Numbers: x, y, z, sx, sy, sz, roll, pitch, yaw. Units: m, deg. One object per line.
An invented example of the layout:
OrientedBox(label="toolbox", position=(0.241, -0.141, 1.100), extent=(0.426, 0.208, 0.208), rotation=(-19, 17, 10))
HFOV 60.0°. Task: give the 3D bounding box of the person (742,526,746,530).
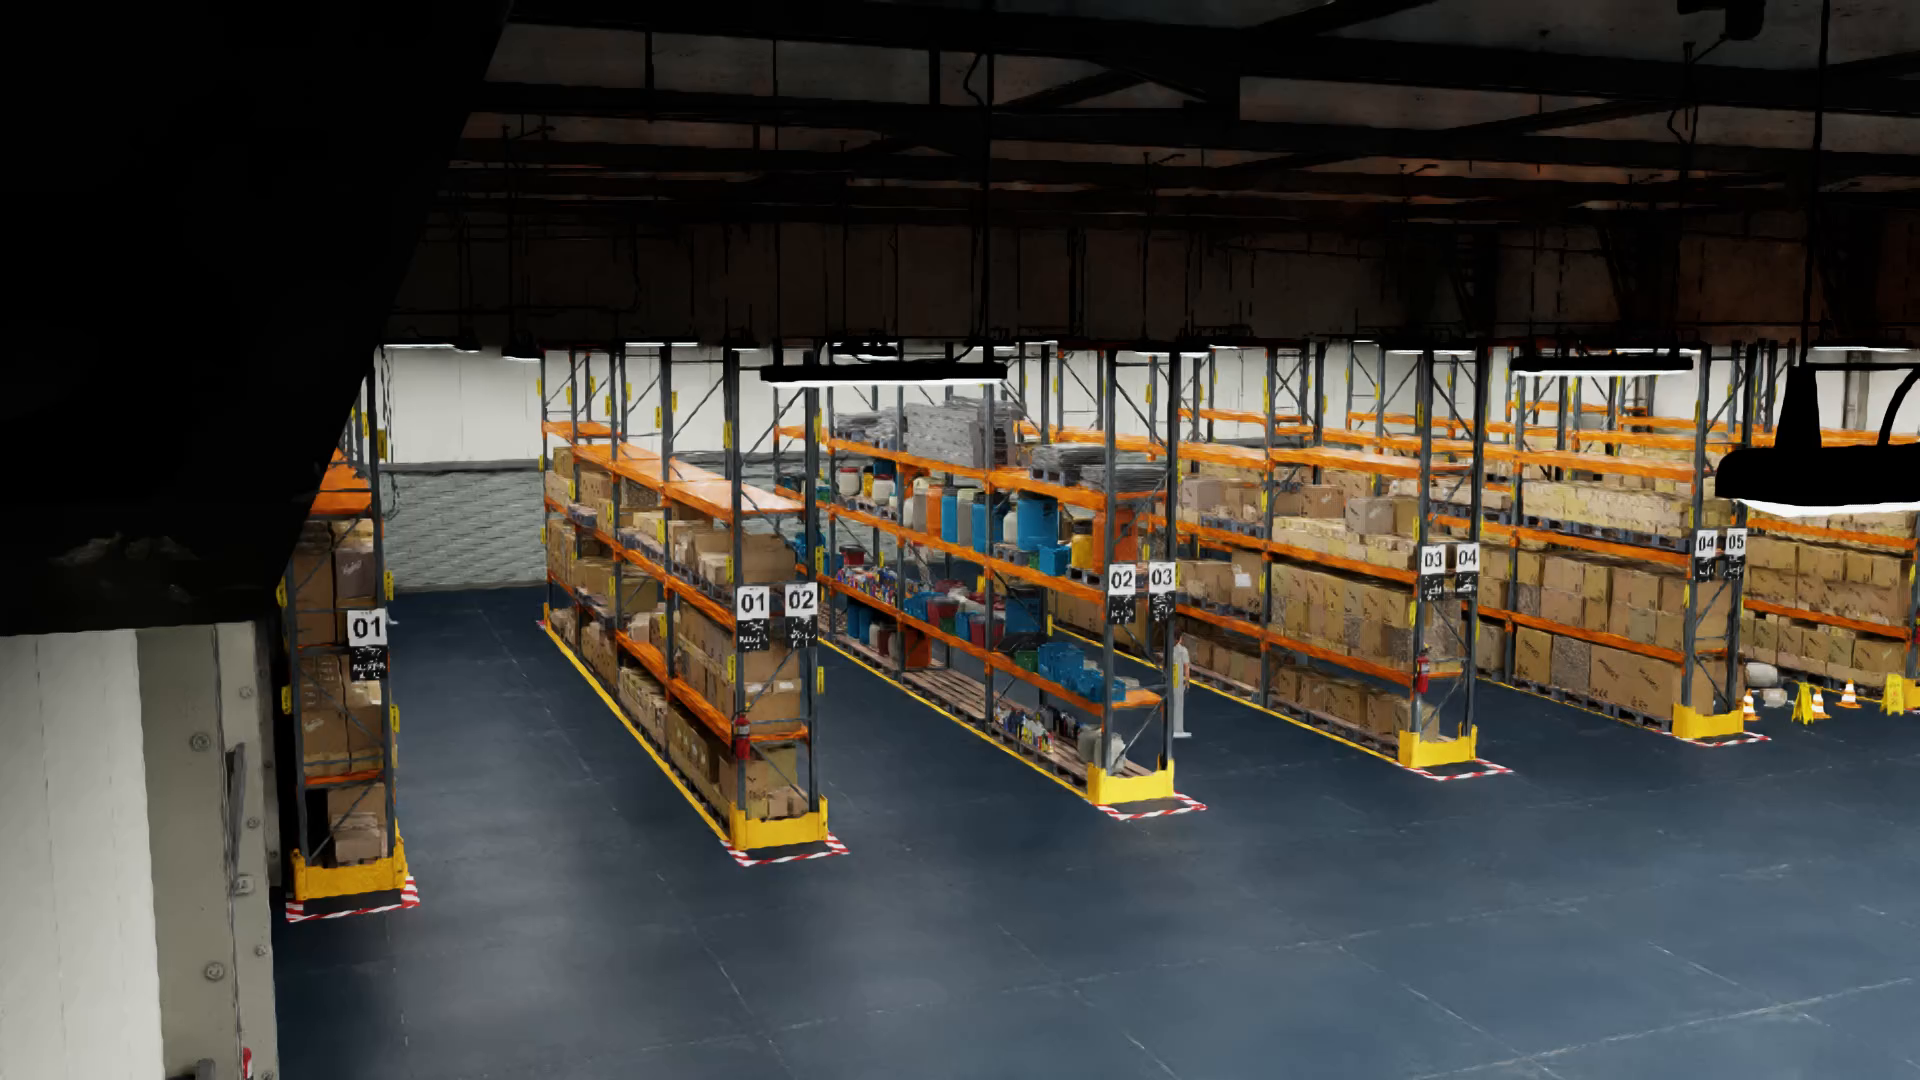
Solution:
OrientedBox(label="person", position=(-5.241, 0.417, 39.620), extent=(0.881, 1.536, 0.452), rotation=(7, 10, 44))

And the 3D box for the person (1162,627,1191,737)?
OrientedBox(label="person", position=(3.341, 2.164, 25.598), extent=(0.539, 1.679, 0.454), rotation=(6, 10, 40))

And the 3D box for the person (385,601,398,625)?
OrientedBox(label="person", position=(-12.169, 0.943, 34.573), extent=(0.580, 1.769, 0.753), rotation=(2, 8, 14))

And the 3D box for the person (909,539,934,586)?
OrientedBox(label="person", position=(-0.928, 0.219, 40.422), extent=(0.666, 1.723, 0.486), rotation=(5, 9, 34))
